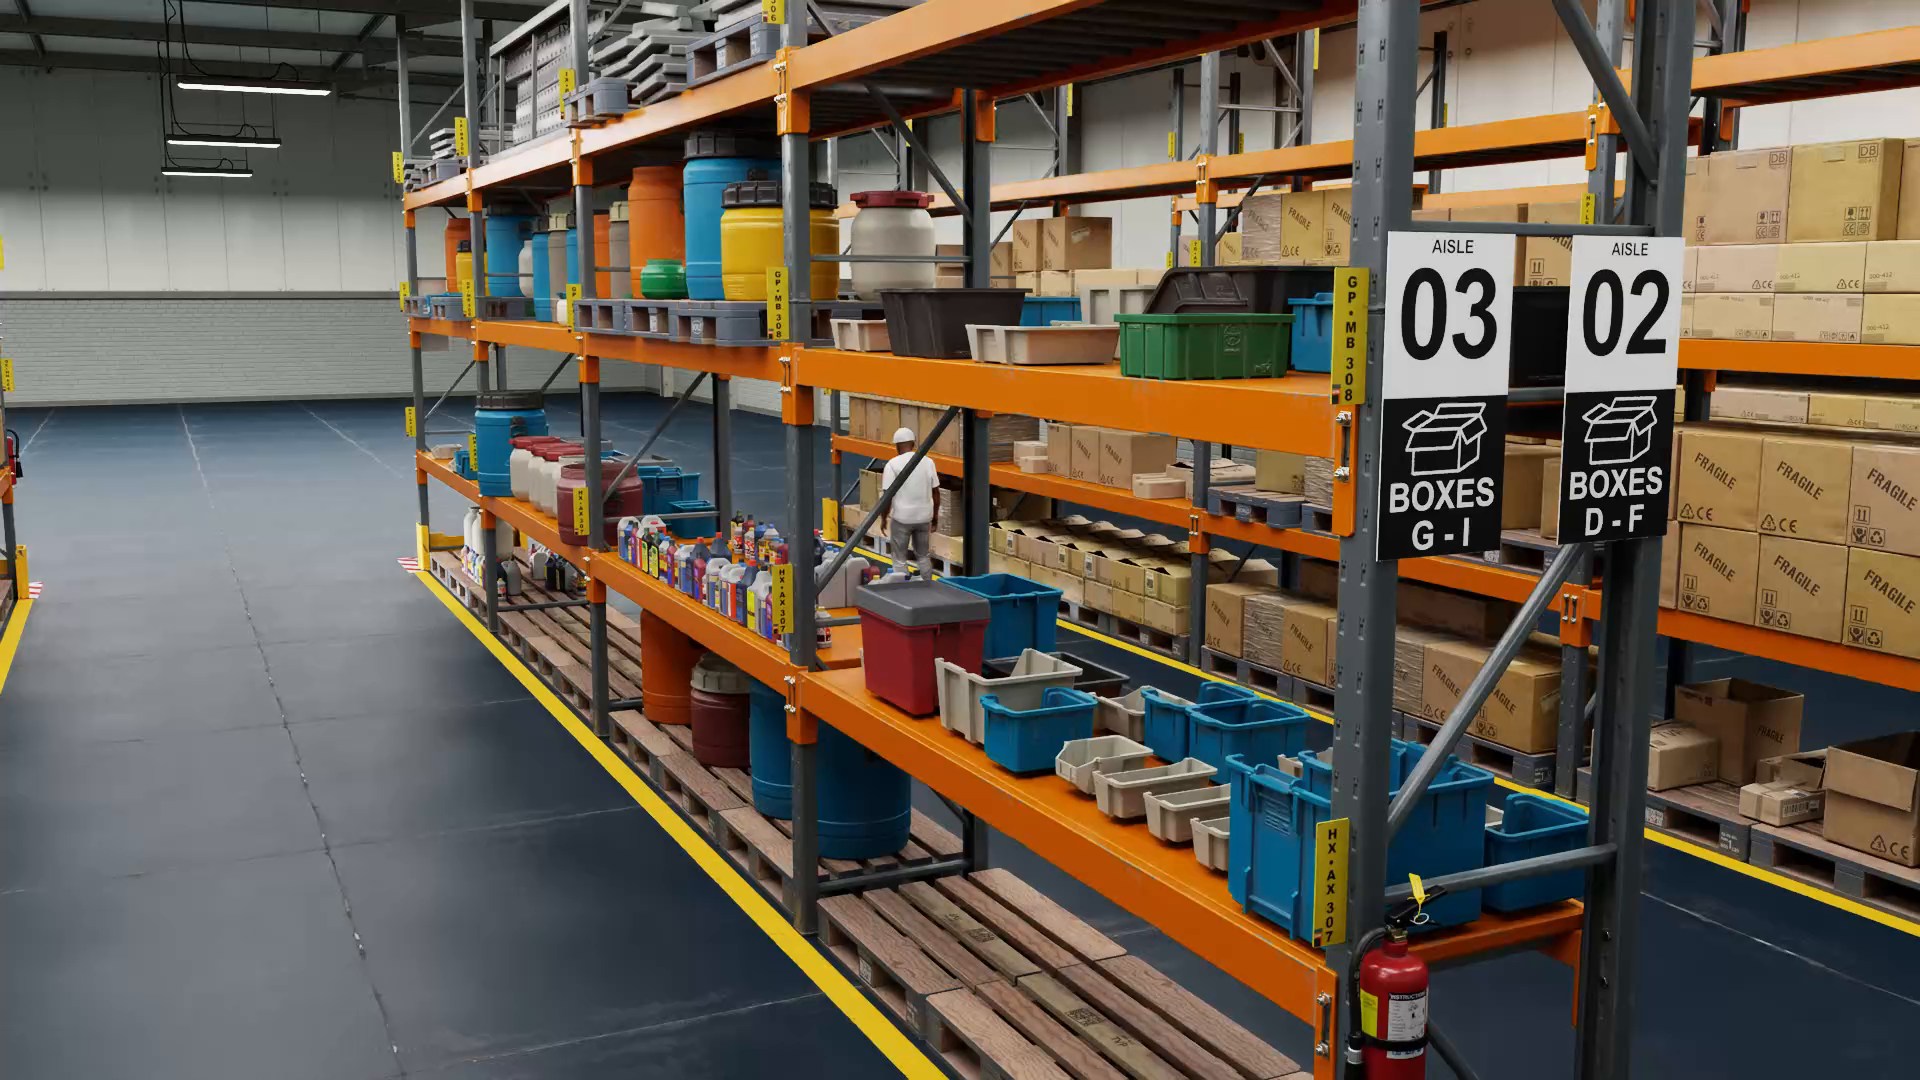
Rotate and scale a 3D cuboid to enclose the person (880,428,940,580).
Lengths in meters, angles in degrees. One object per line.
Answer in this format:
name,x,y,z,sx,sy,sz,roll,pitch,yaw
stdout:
person,-0.492,-0.215,16.223,0.625,1.760,0.461,-4,9,-26
